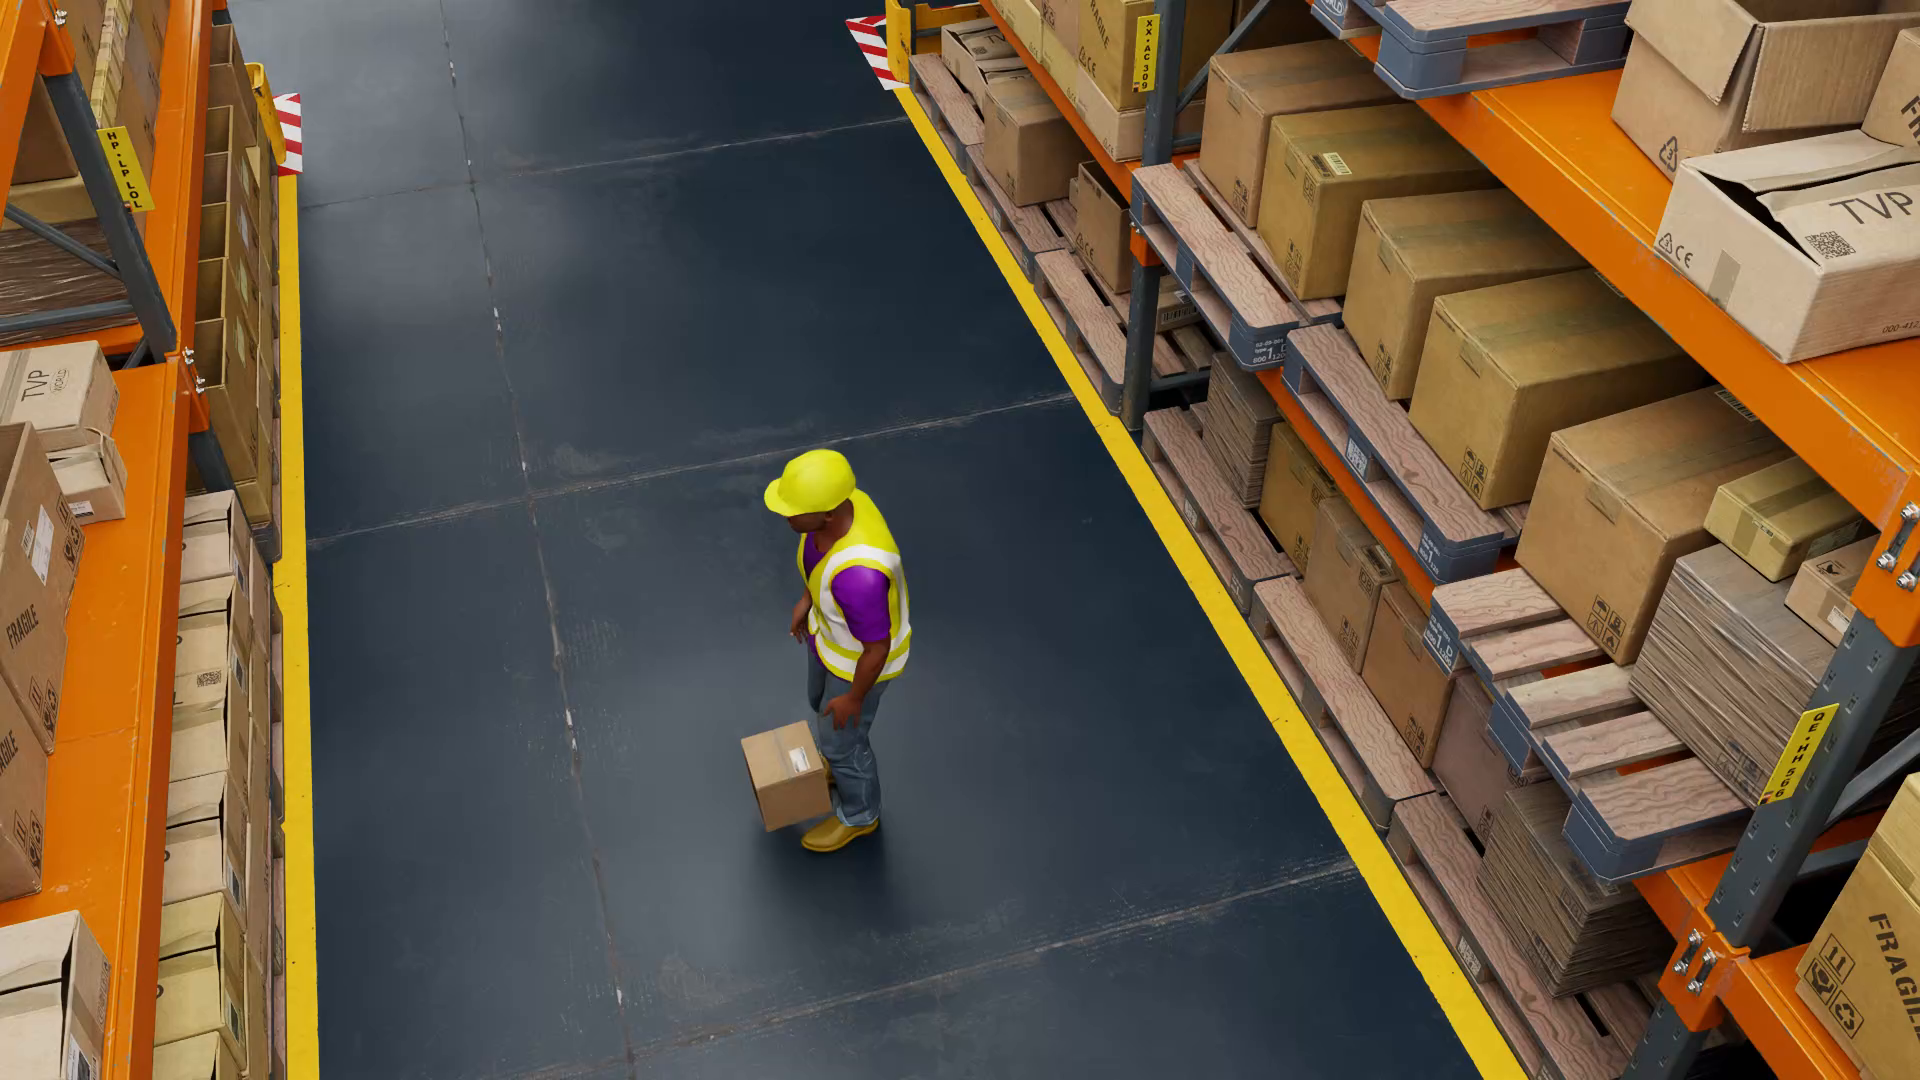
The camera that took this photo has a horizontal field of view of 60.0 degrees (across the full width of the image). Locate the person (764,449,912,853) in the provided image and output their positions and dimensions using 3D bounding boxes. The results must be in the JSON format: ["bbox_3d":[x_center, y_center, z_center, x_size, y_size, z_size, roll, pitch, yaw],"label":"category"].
[{"bbox_3d":[-0.409,0.373,5.730,0.457,1.763,0.601,-13,44,-14],"label":"person"}]
